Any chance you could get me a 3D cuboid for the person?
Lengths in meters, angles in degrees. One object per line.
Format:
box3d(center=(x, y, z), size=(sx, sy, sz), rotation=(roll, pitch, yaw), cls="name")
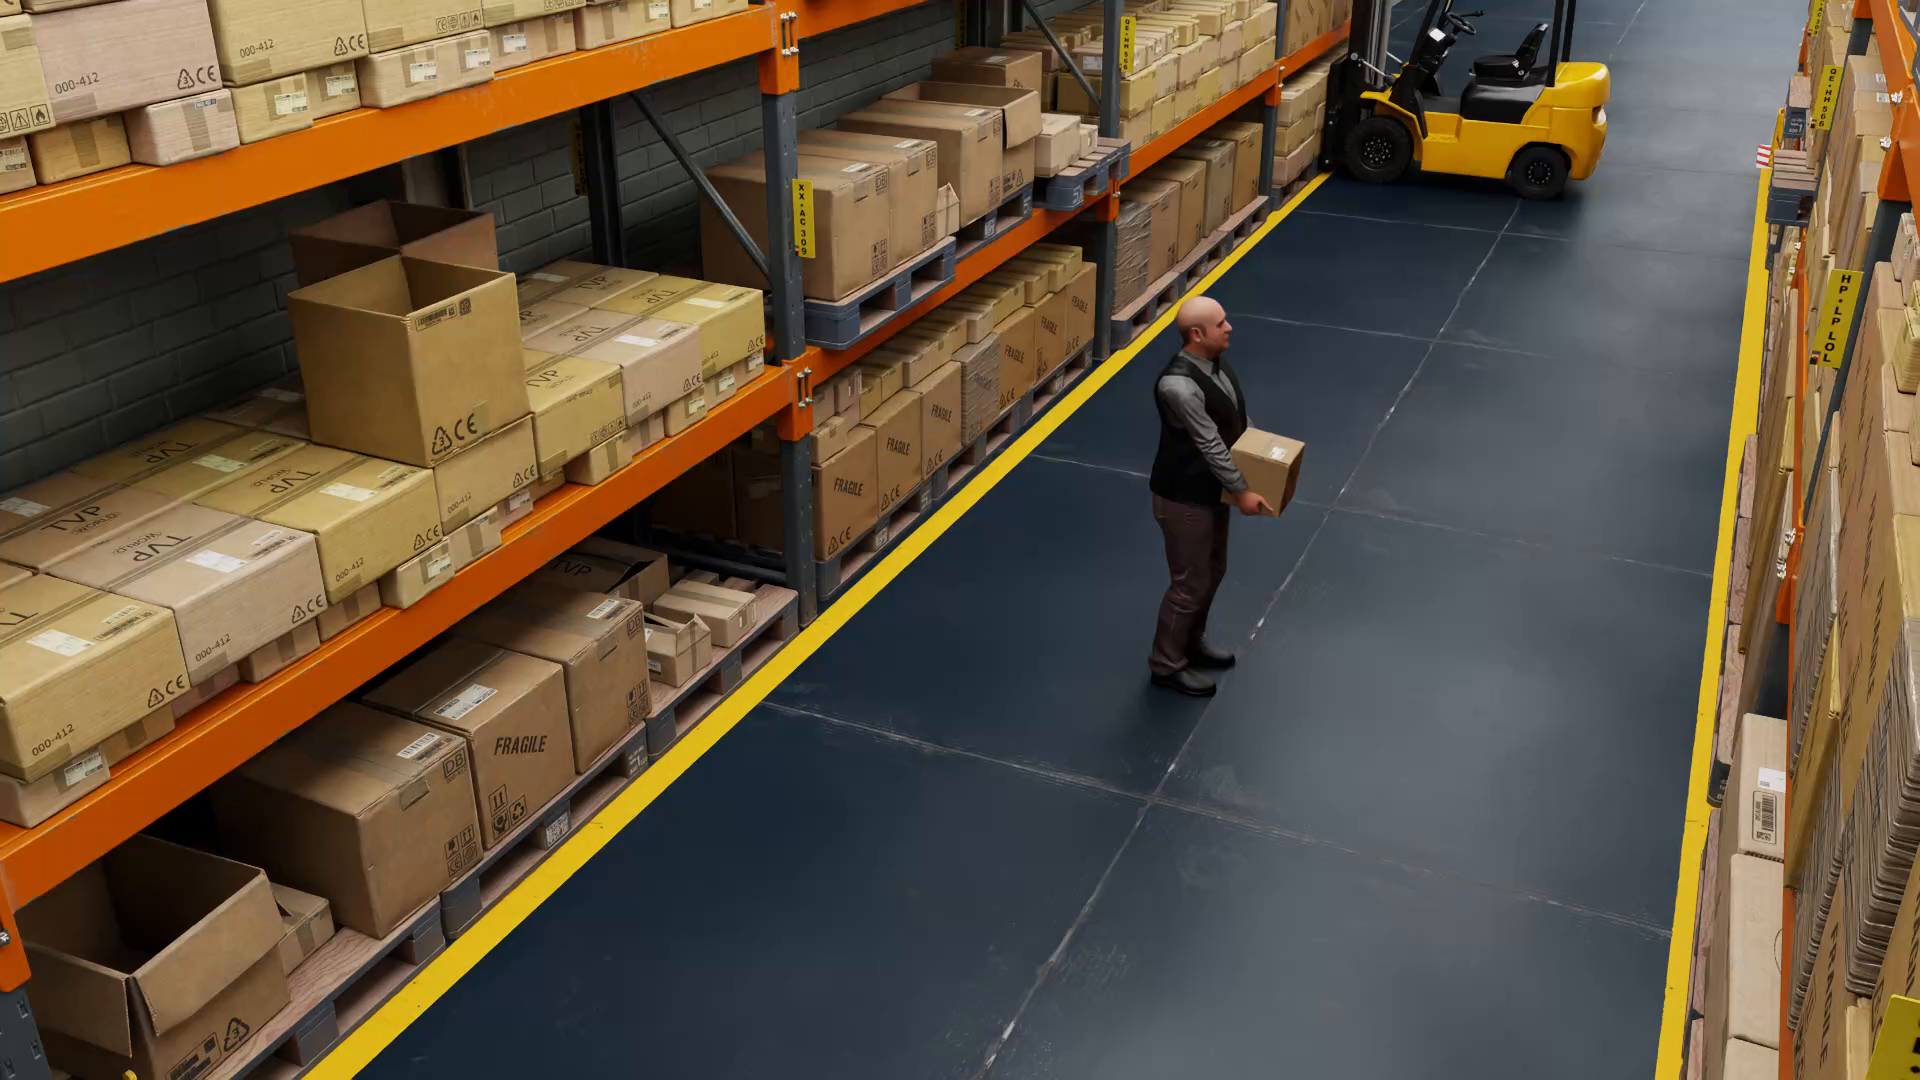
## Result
box3d(center=(1.089, -0.179, 7.016), size=(0.546, 1.717, 0.495), rotation=(12, 28, 22), cls="person")
